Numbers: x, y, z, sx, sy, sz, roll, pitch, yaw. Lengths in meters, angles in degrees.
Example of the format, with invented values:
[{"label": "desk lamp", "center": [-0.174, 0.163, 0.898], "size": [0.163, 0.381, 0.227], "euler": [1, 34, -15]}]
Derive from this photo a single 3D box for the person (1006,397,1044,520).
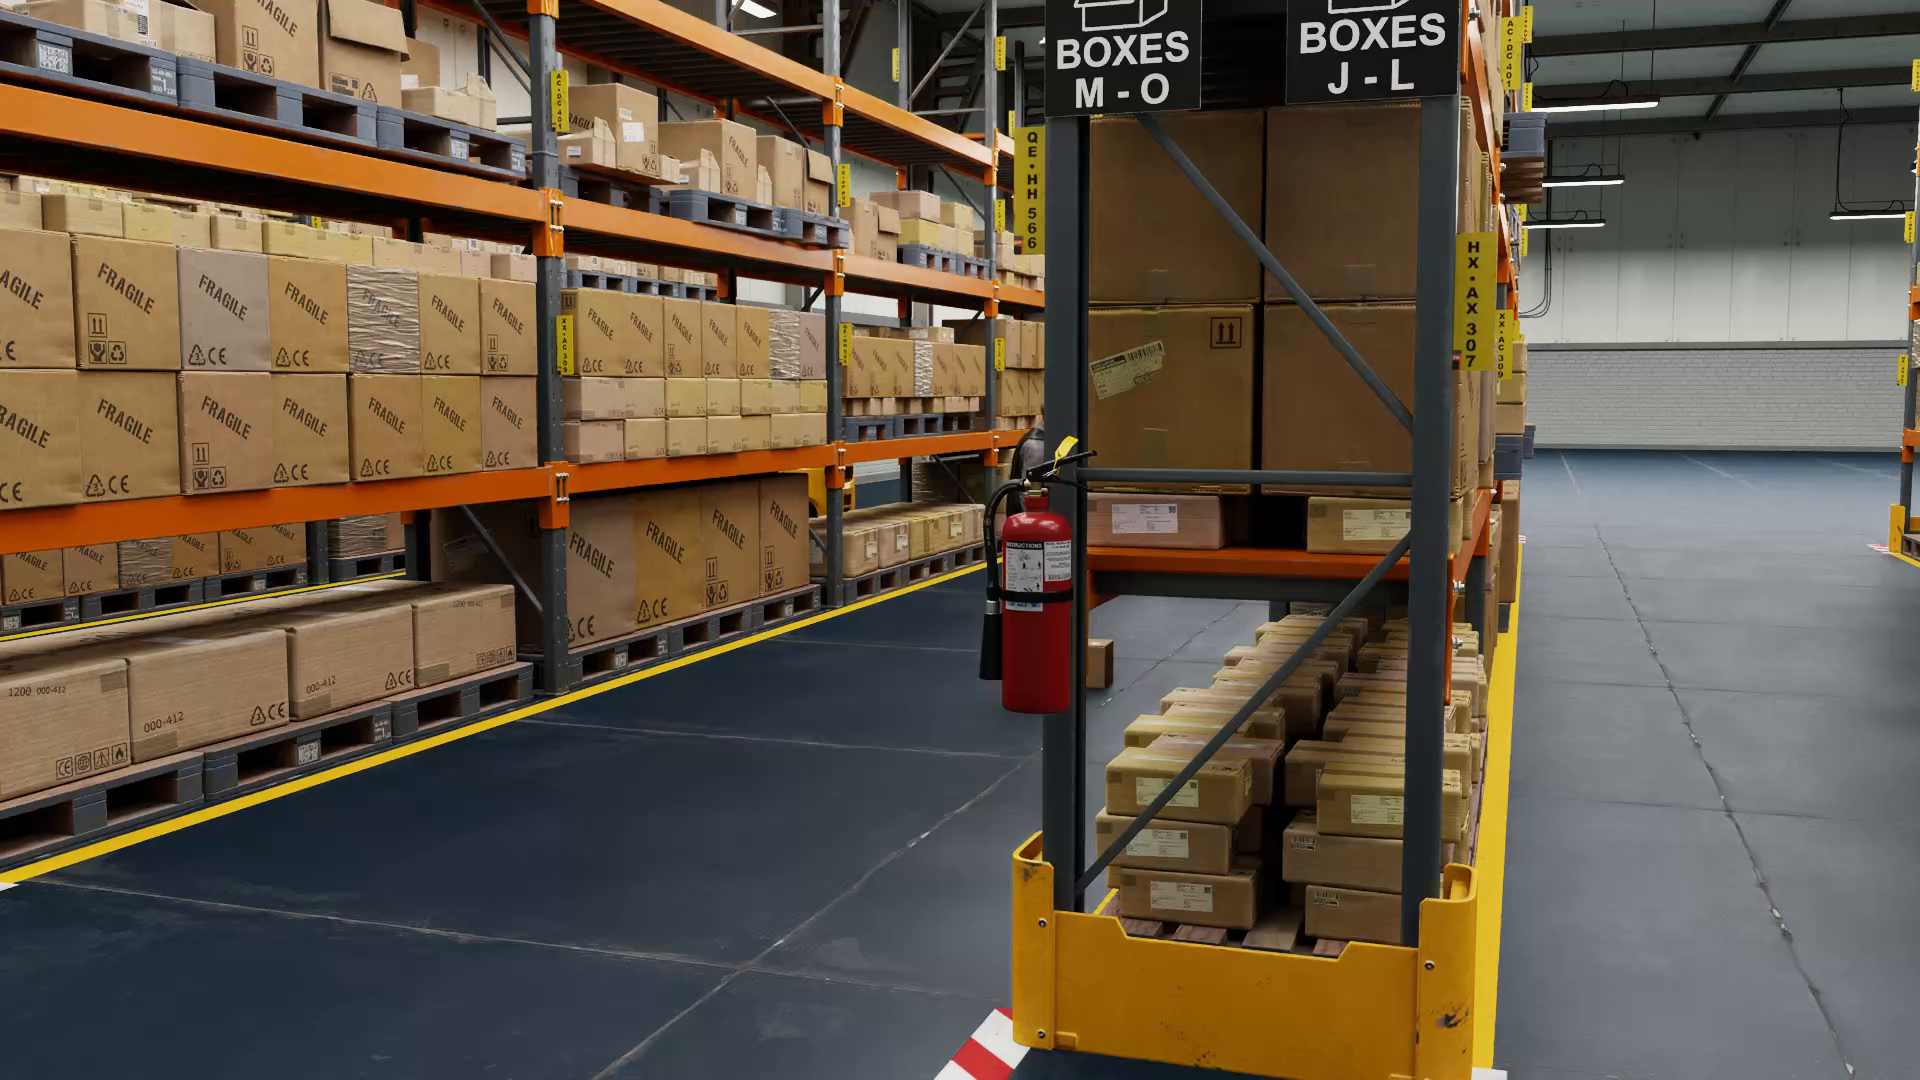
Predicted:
[{"label": "person", "center": [0.486, -0.016, 9.793], "size": [0.419, 1.721, 0.581], "euler": [2, 5, 19]}]
